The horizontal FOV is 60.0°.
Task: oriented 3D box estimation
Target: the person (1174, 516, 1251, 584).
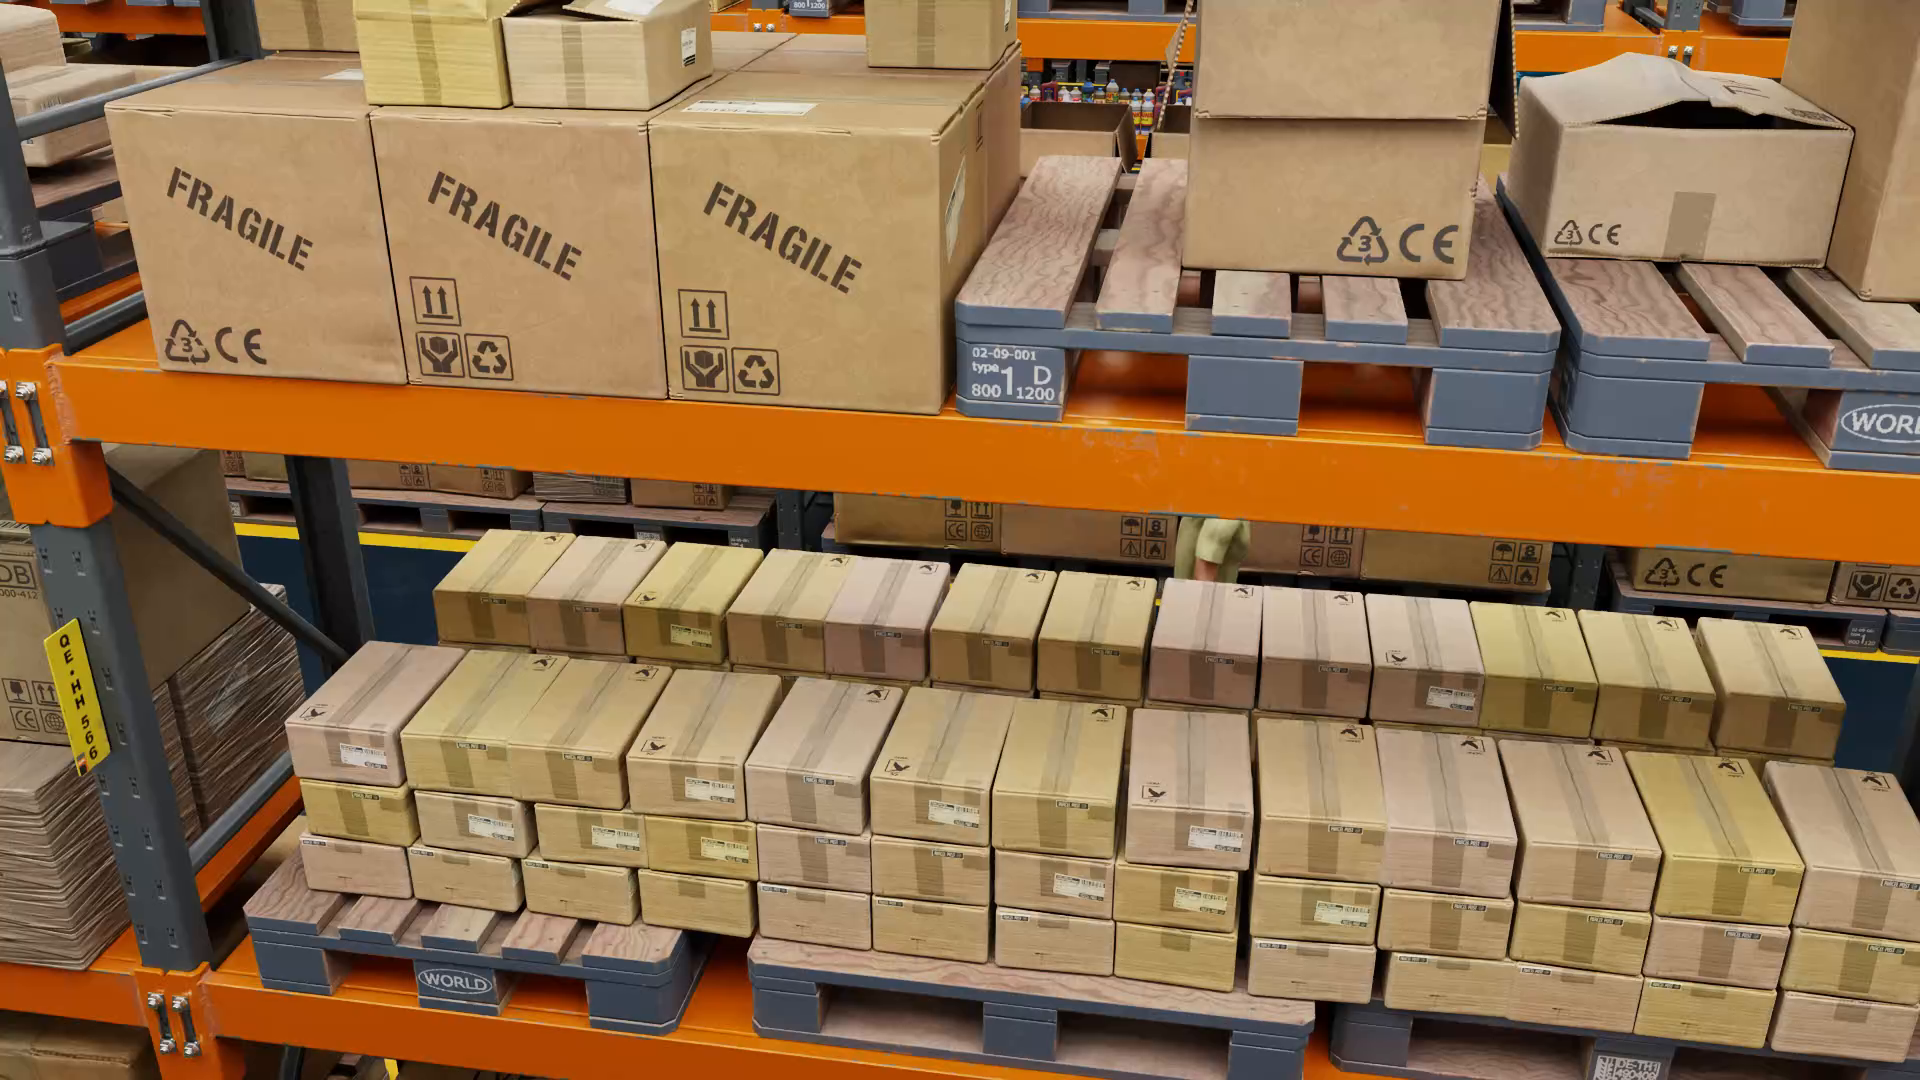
[{"bbox_3d":[0.998,0.306,6.452,0.354,1.673,0.499,4,25,9],"label":"person"}]
